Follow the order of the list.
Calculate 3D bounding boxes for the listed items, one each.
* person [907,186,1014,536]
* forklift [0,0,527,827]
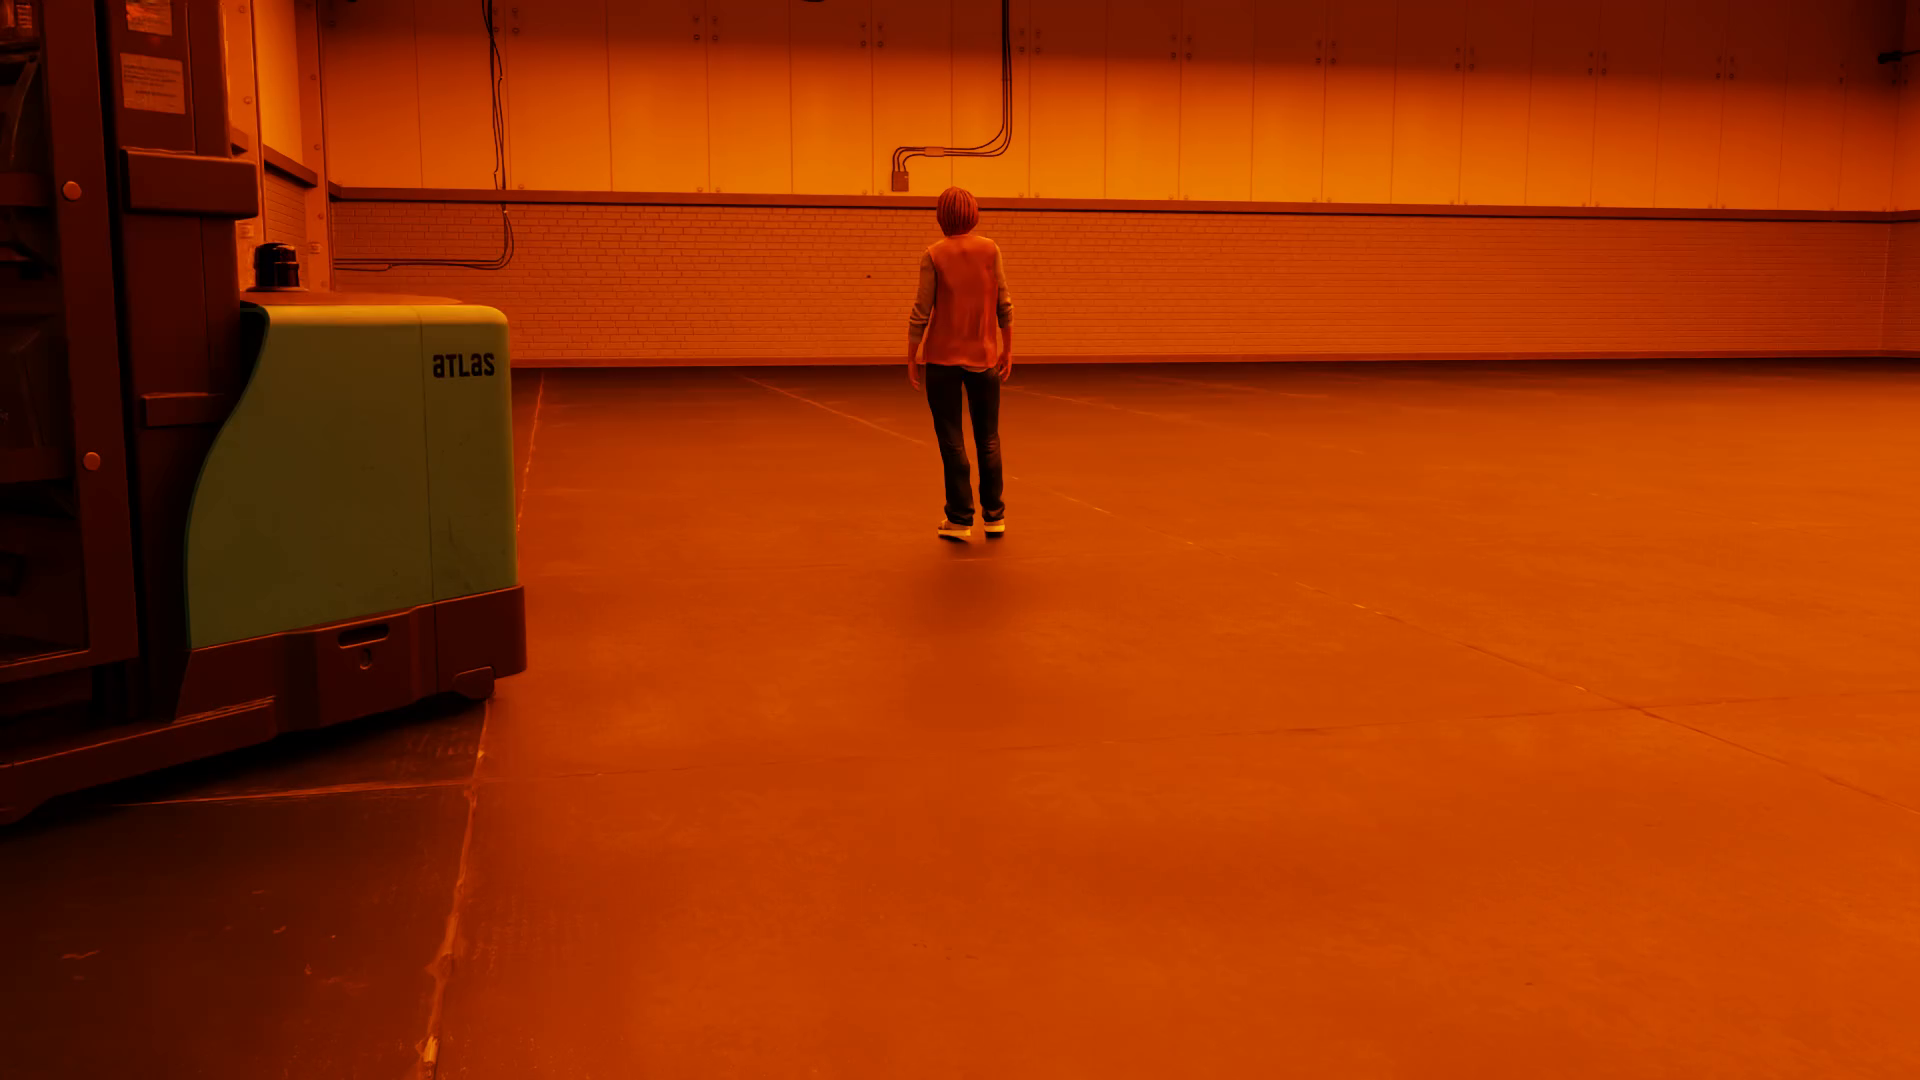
[{"bbox_3d":[-0.003,-0.809,7.669,0.520,1.597,0.476,-2,8,-13],"label":"person"},{"bbox_3d":[-2.389,-0.881,3.430,1.130,2.935,3.031,5,9,30],"label":"forklift"}]
